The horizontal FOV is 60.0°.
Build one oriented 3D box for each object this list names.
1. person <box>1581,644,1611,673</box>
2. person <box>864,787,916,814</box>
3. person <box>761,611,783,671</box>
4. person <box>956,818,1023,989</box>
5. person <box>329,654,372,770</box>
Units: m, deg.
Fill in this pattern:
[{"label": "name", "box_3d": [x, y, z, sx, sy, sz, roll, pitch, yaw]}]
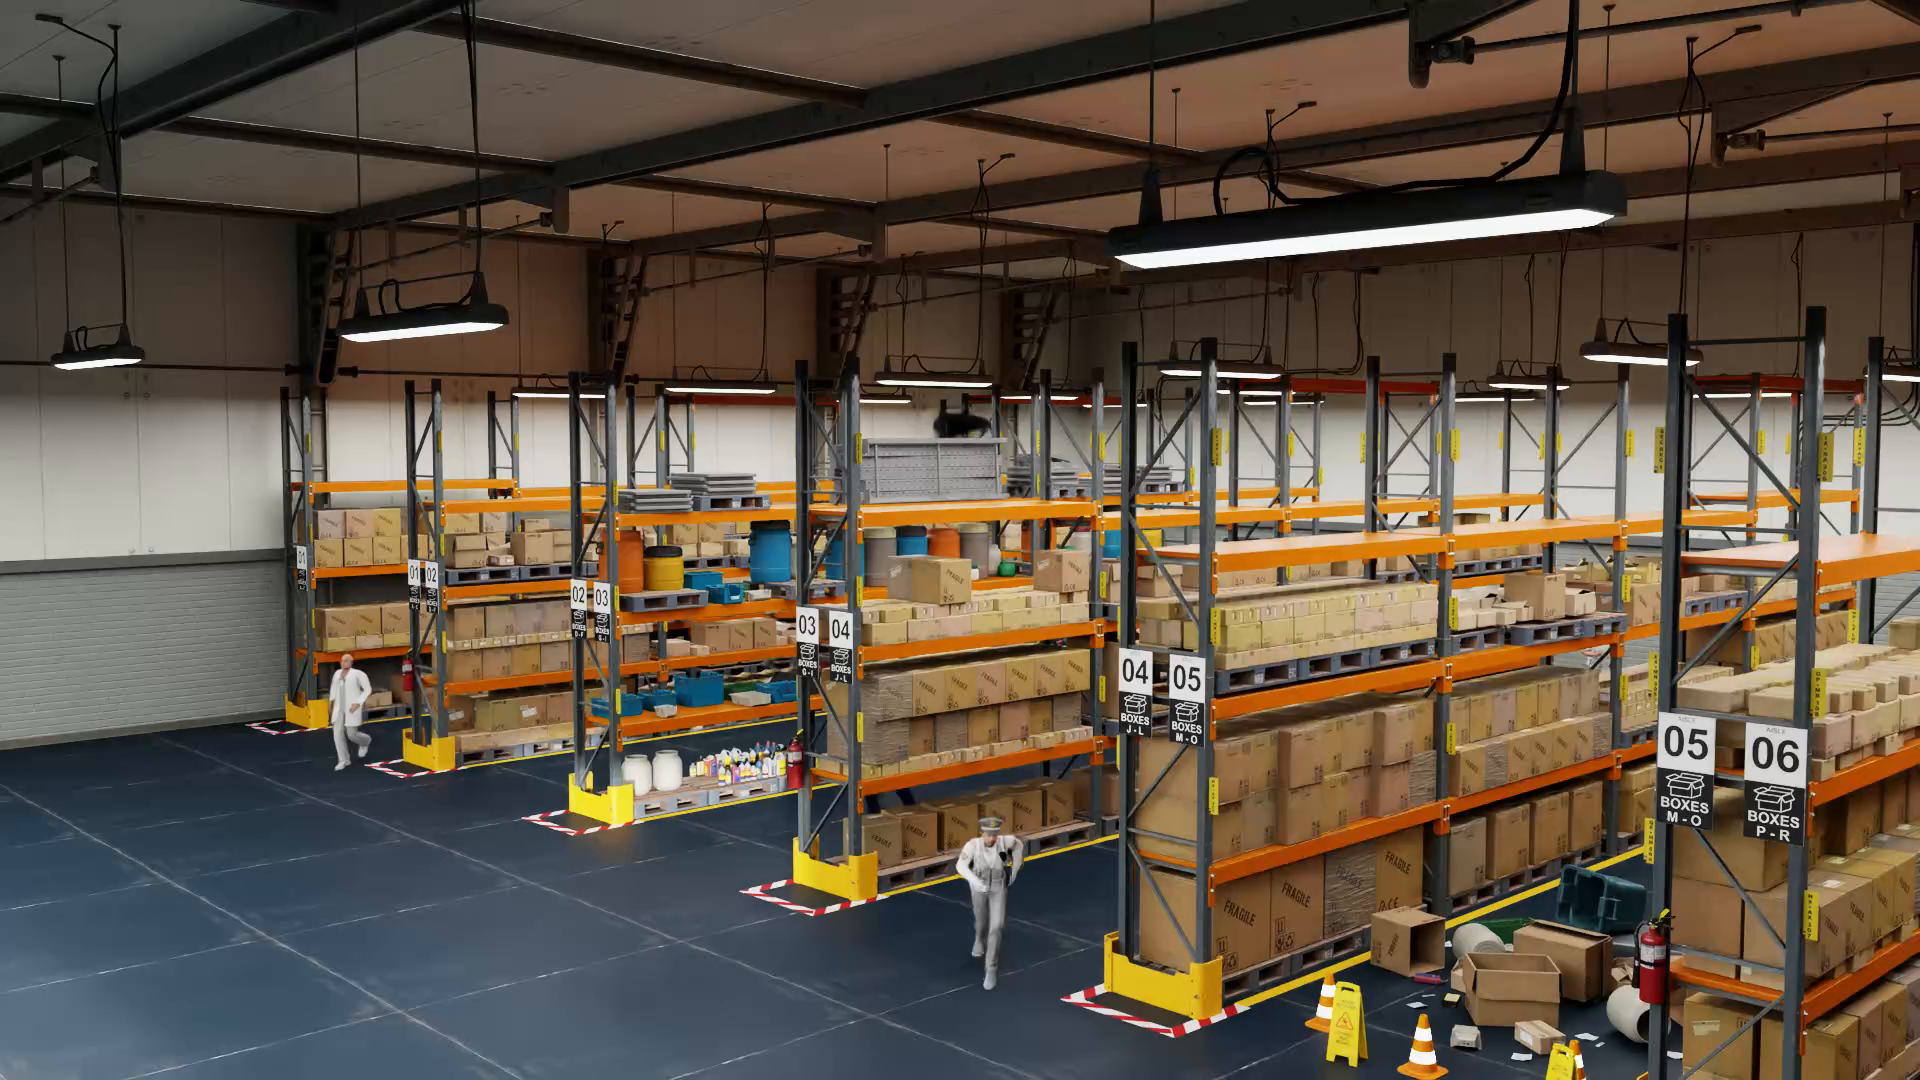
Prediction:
[{"label": "person", "box_3d": [11.788, 2.366, 30.691, 0.694, 1.803, 0.990, 0, 4, 7]}, {"label": "person", "box_3d": [-0.932, 2.976, 21.946, 0.909, 1.621, 0.597, -3, 5, -44]}, {"label": "person", "box_3d": [-3.834, 2.210, 33.500, 0.694, 1.689, 0.580, -3, 5, -43]}, {"label": "person", "box_3d": [0.272, 3.378, 15.910, 0.657, 1.627, 0.966, 0, 4, -7]}, {"label": "person", "box_3d": [-9.502, 2.653, 25.919, 0.733, 1.779, 0.864, 1, 4, 10]}]
